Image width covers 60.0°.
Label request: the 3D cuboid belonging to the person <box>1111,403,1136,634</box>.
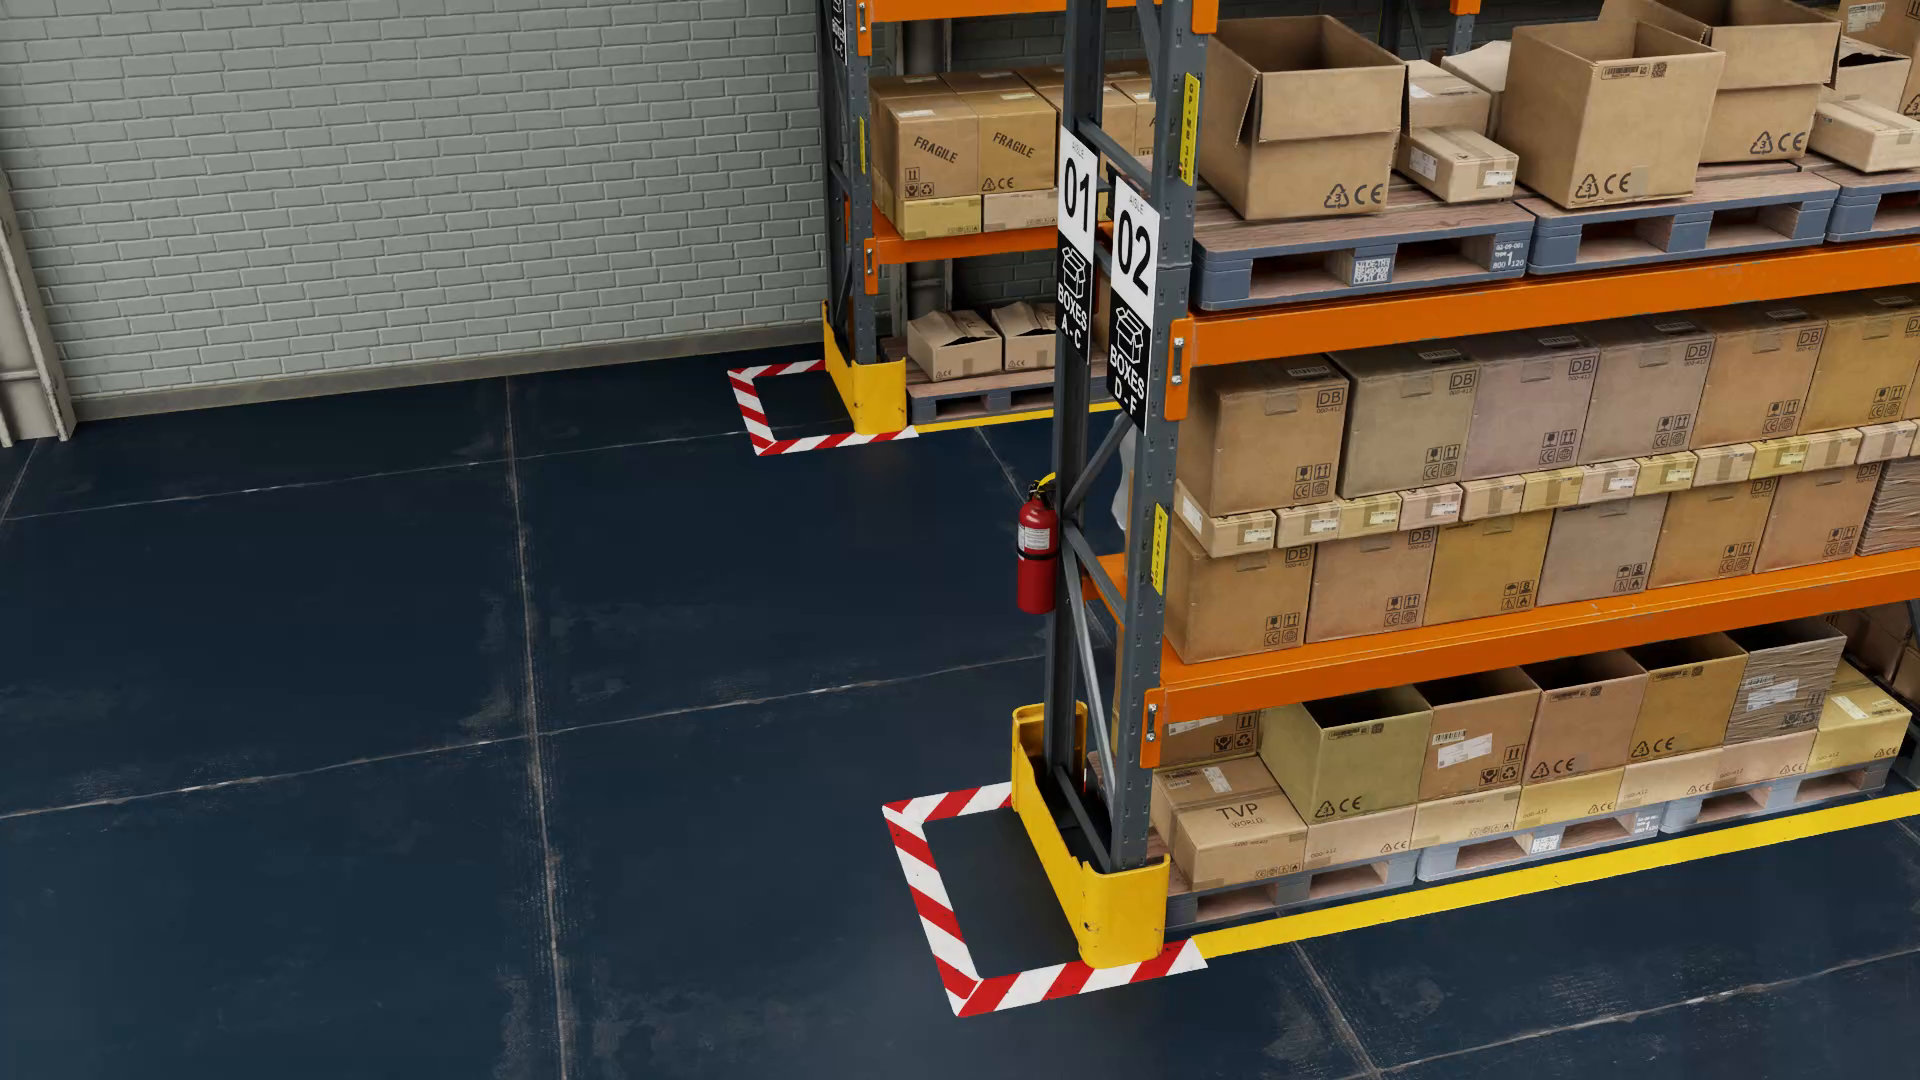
[{"bbox_3d":[1.013,-0.109,8.427,0.492,1.590,0.404,-7,31,-12],"label":"person"}]
